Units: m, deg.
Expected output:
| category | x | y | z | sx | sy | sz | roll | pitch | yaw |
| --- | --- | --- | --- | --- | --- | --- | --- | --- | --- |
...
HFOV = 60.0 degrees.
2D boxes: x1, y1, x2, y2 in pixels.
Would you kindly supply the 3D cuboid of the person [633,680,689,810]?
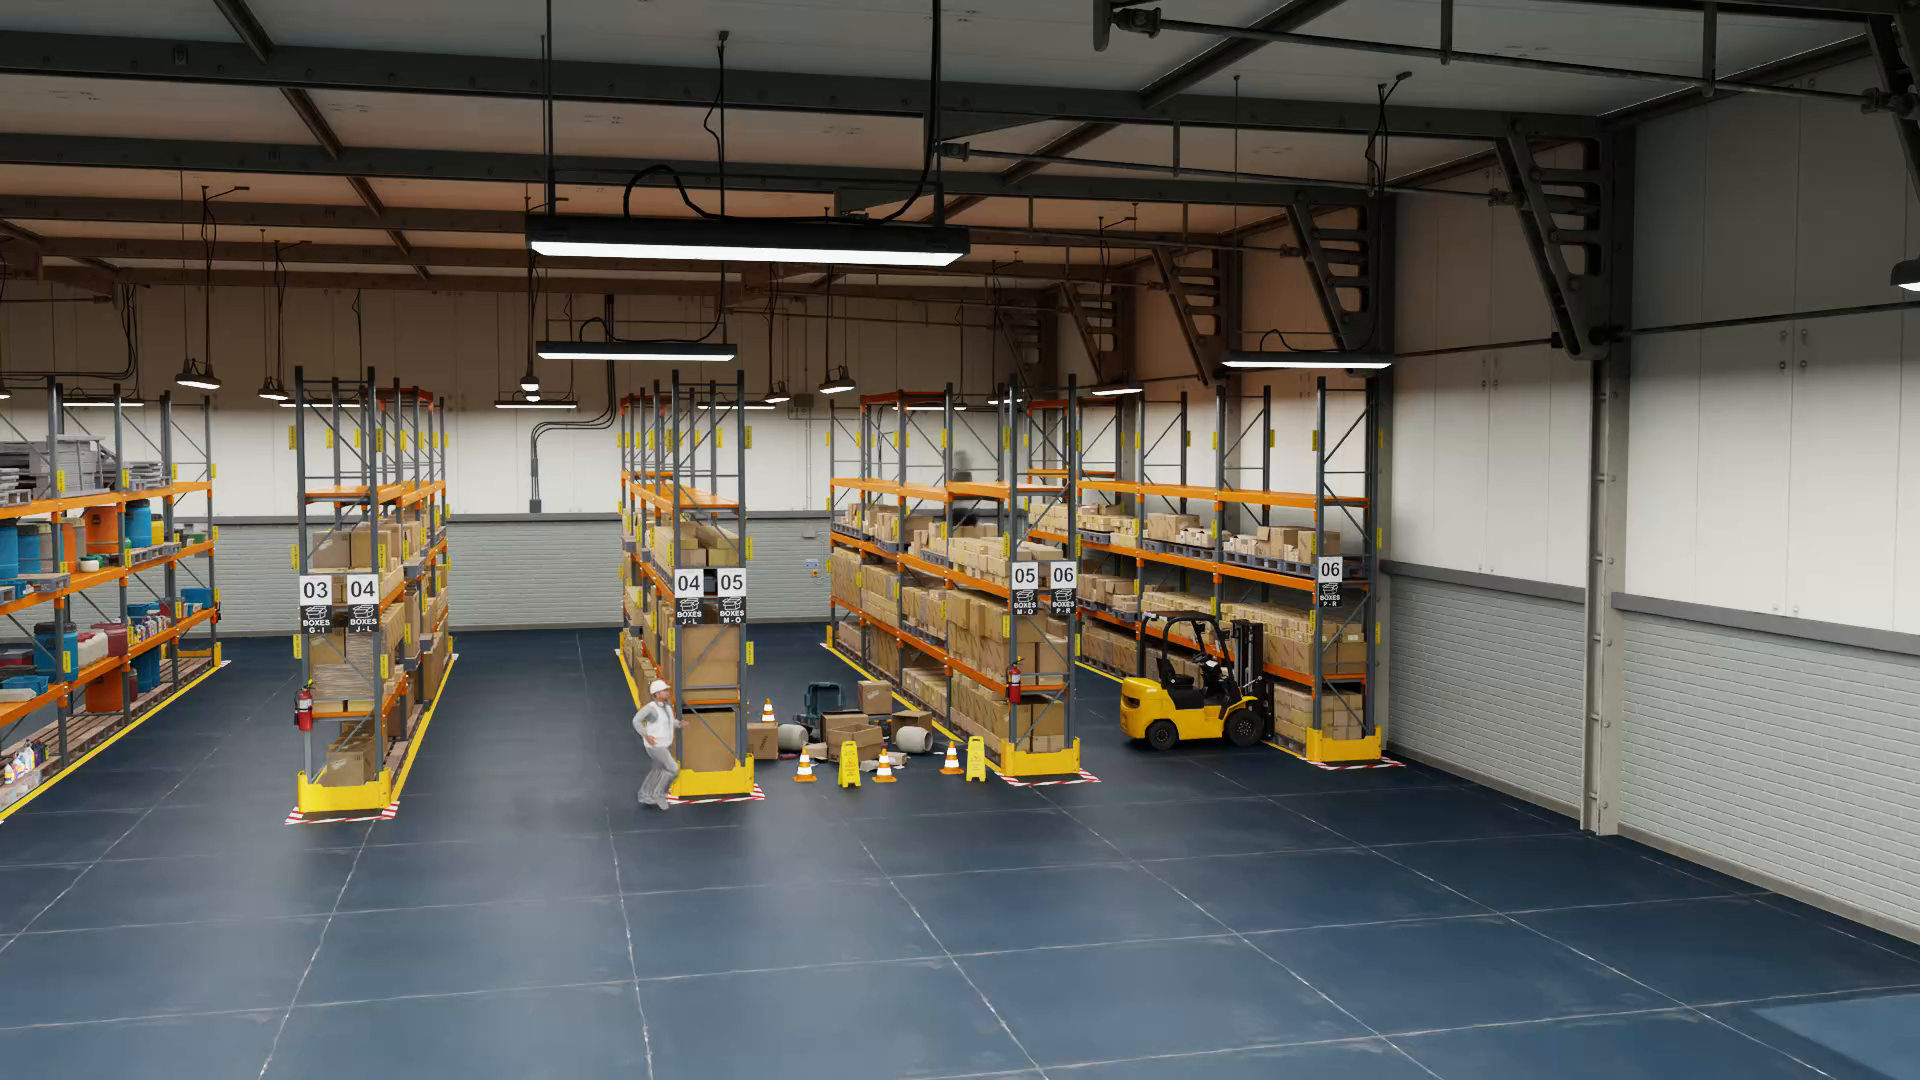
| category | x | y | z | sx | sy | sz | roll | pitch | yaw |
| --- | --- | --- | --- | --- | --- | --- | --- | --- | --- |
| person | -4.067 | 2.790 | 22.516 | 0.786 | 1.784 | 0.694 | 1 | 3 | 13 |
